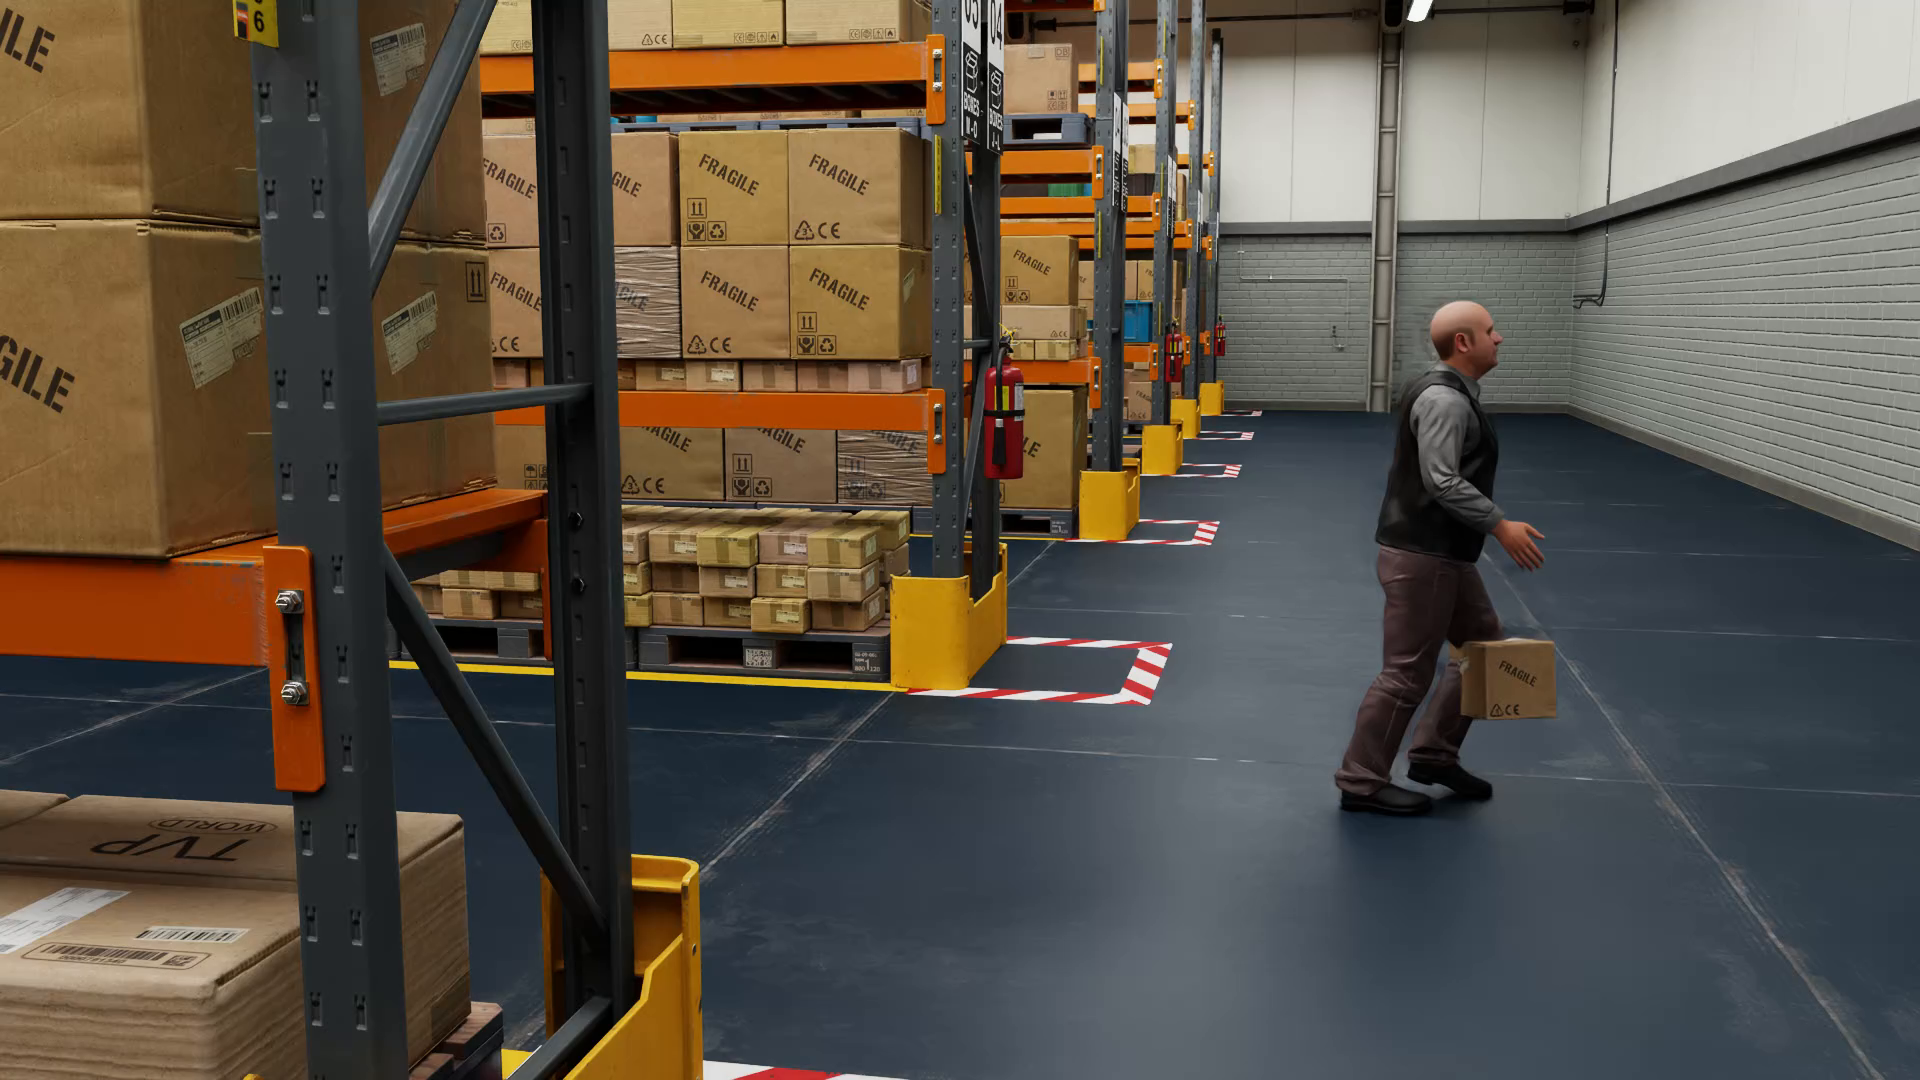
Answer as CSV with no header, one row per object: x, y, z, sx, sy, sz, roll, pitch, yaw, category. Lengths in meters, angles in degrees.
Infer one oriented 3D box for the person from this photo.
1.596,0.061,5.541,0.637,1.697,0.658,2,8,14,person
